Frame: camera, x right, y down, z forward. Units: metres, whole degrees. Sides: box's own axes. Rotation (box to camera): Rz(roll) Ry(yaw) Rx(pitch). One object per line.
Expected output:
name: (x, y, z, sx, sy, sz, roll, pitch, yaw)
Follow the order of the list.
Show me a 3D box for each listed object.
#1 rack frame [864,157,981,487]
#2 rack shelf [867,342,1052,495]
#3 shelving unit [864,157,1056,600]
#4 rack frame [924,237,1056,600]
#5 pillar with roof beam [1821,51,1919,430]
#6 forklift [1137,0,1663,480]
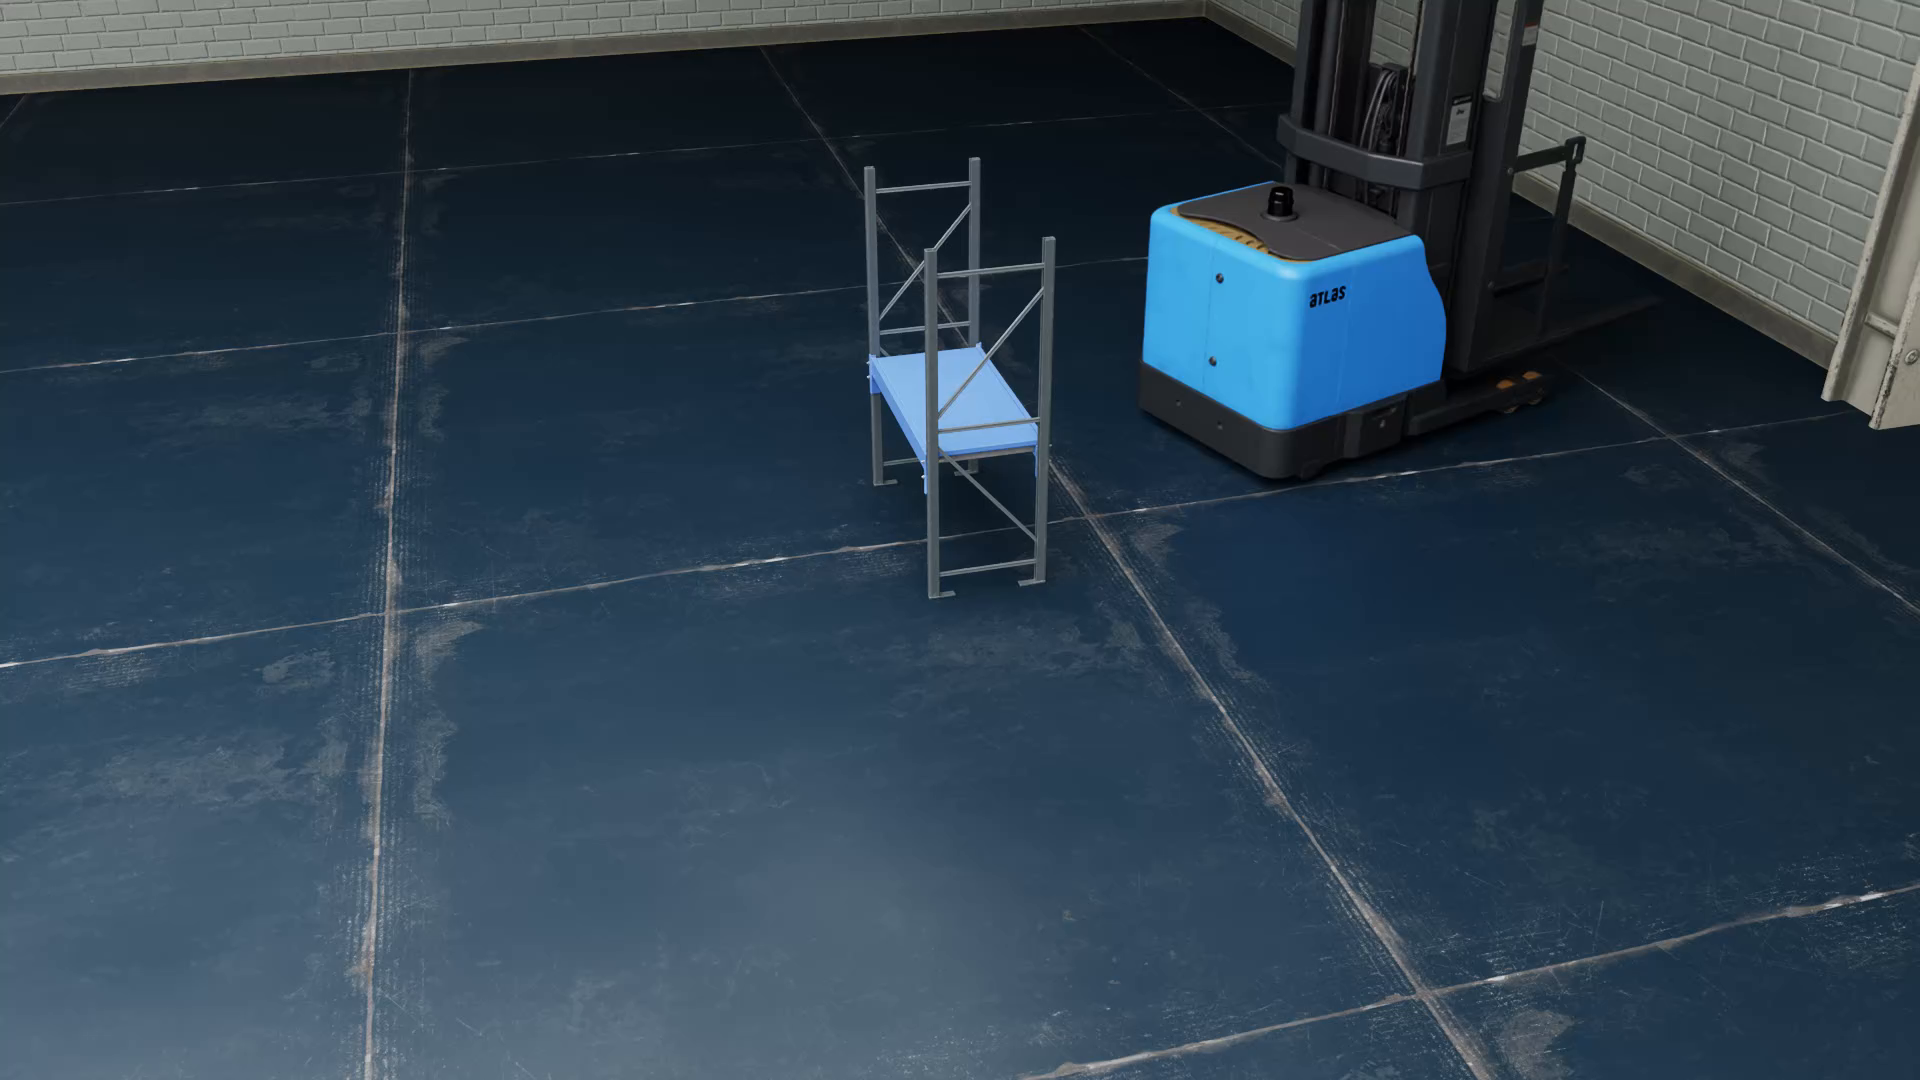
rack frame: (-0.158, -0.936, 7.370, 0.500, 1.500, 0.032, -8, 31, -13)
rack shelf: (-0.023, -0.535, 7.036, 0.538, 0.185, 1.000, -8, 31, -13)
shelving unit: (-0.023, -0.690, 6.945, 0.538, 1.500, 1.048, -8, 31, -13)
rack frame: (0.112, -0.445, 6.521, 0.500, 1.500, 0.032, -8, 31, -13)
pillar with roof beam: (0.454, -3.980, 5.144, 9.100, 9.000, 0.400, -8, 31, -13)
forklift: (2.390, -2.104, 7.958, 3.031, 2.935, 1.130, -18, 35, -29)
